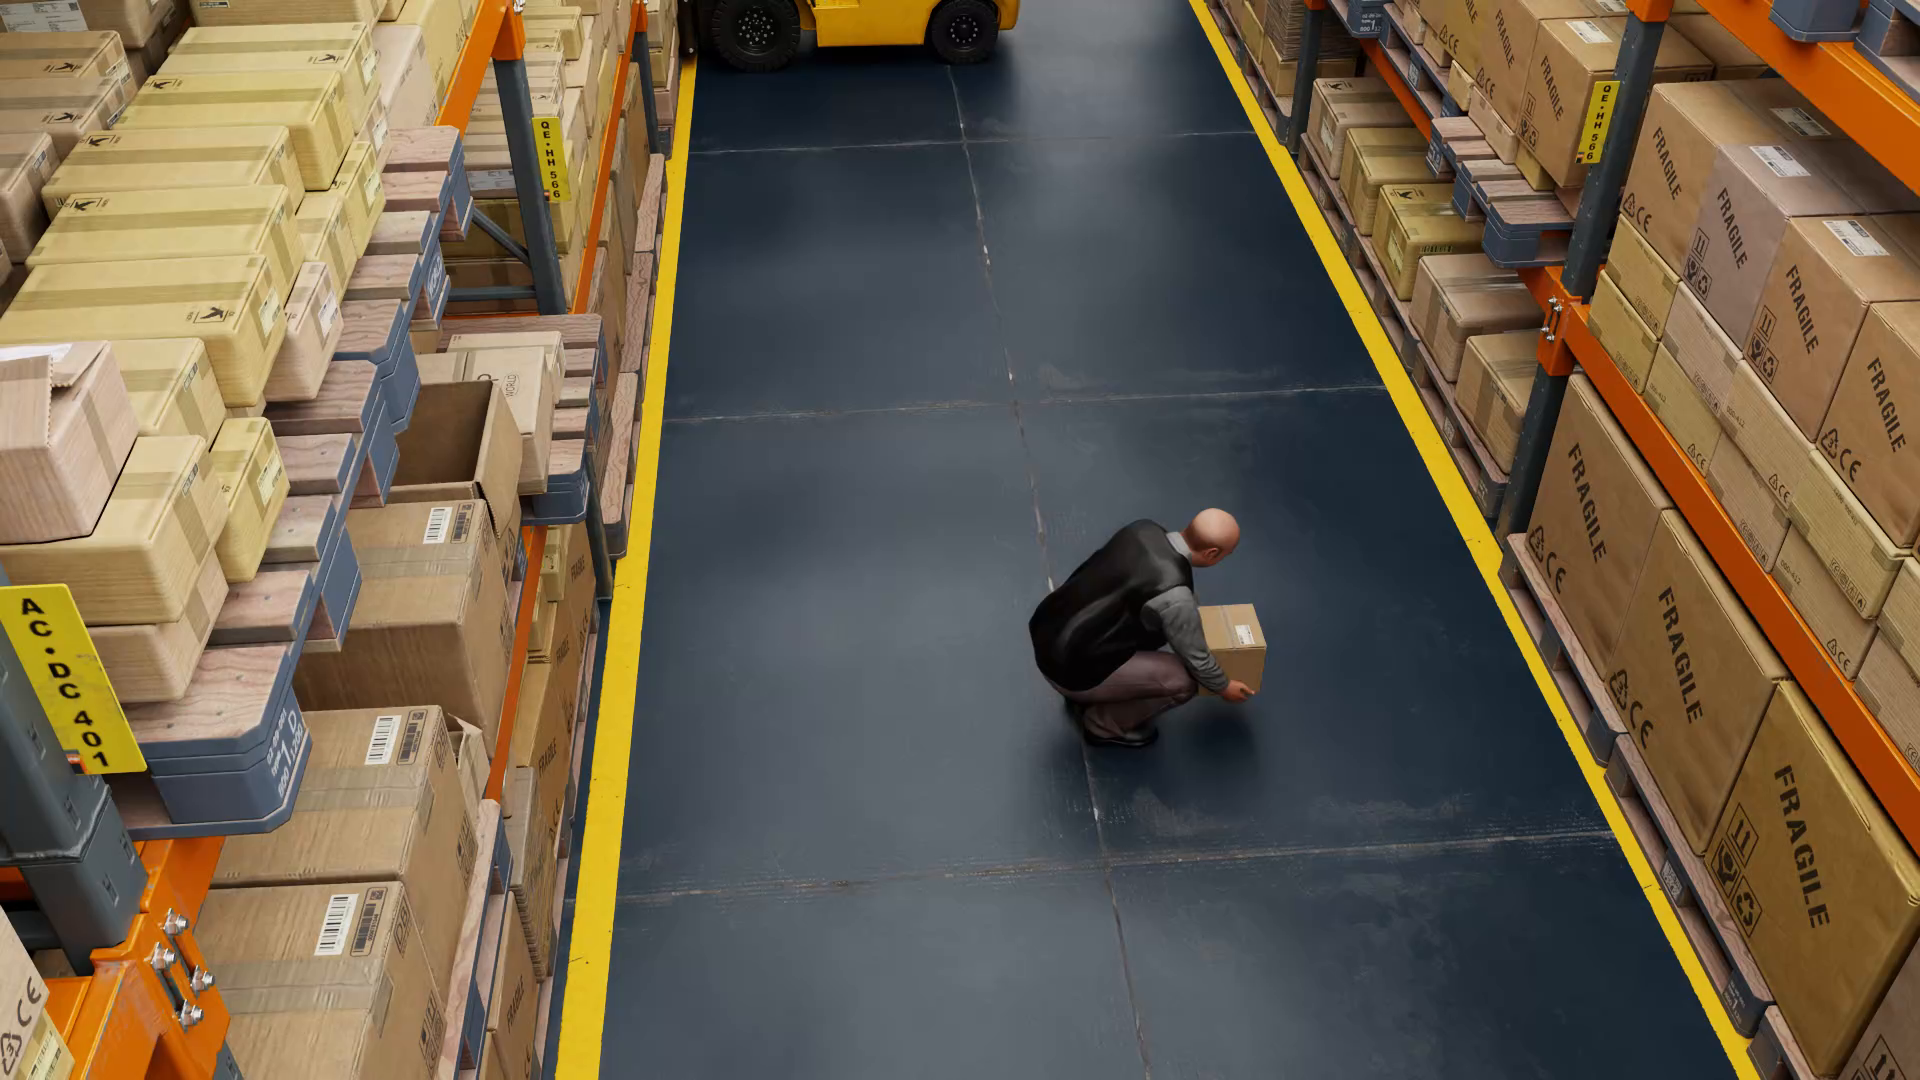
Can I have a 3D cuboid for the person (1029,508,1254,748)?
[{"bbox_3d":[0.711,0.322,6.385,0.834,0.968,0.527,-3,39,-4],"label":"person"}]
